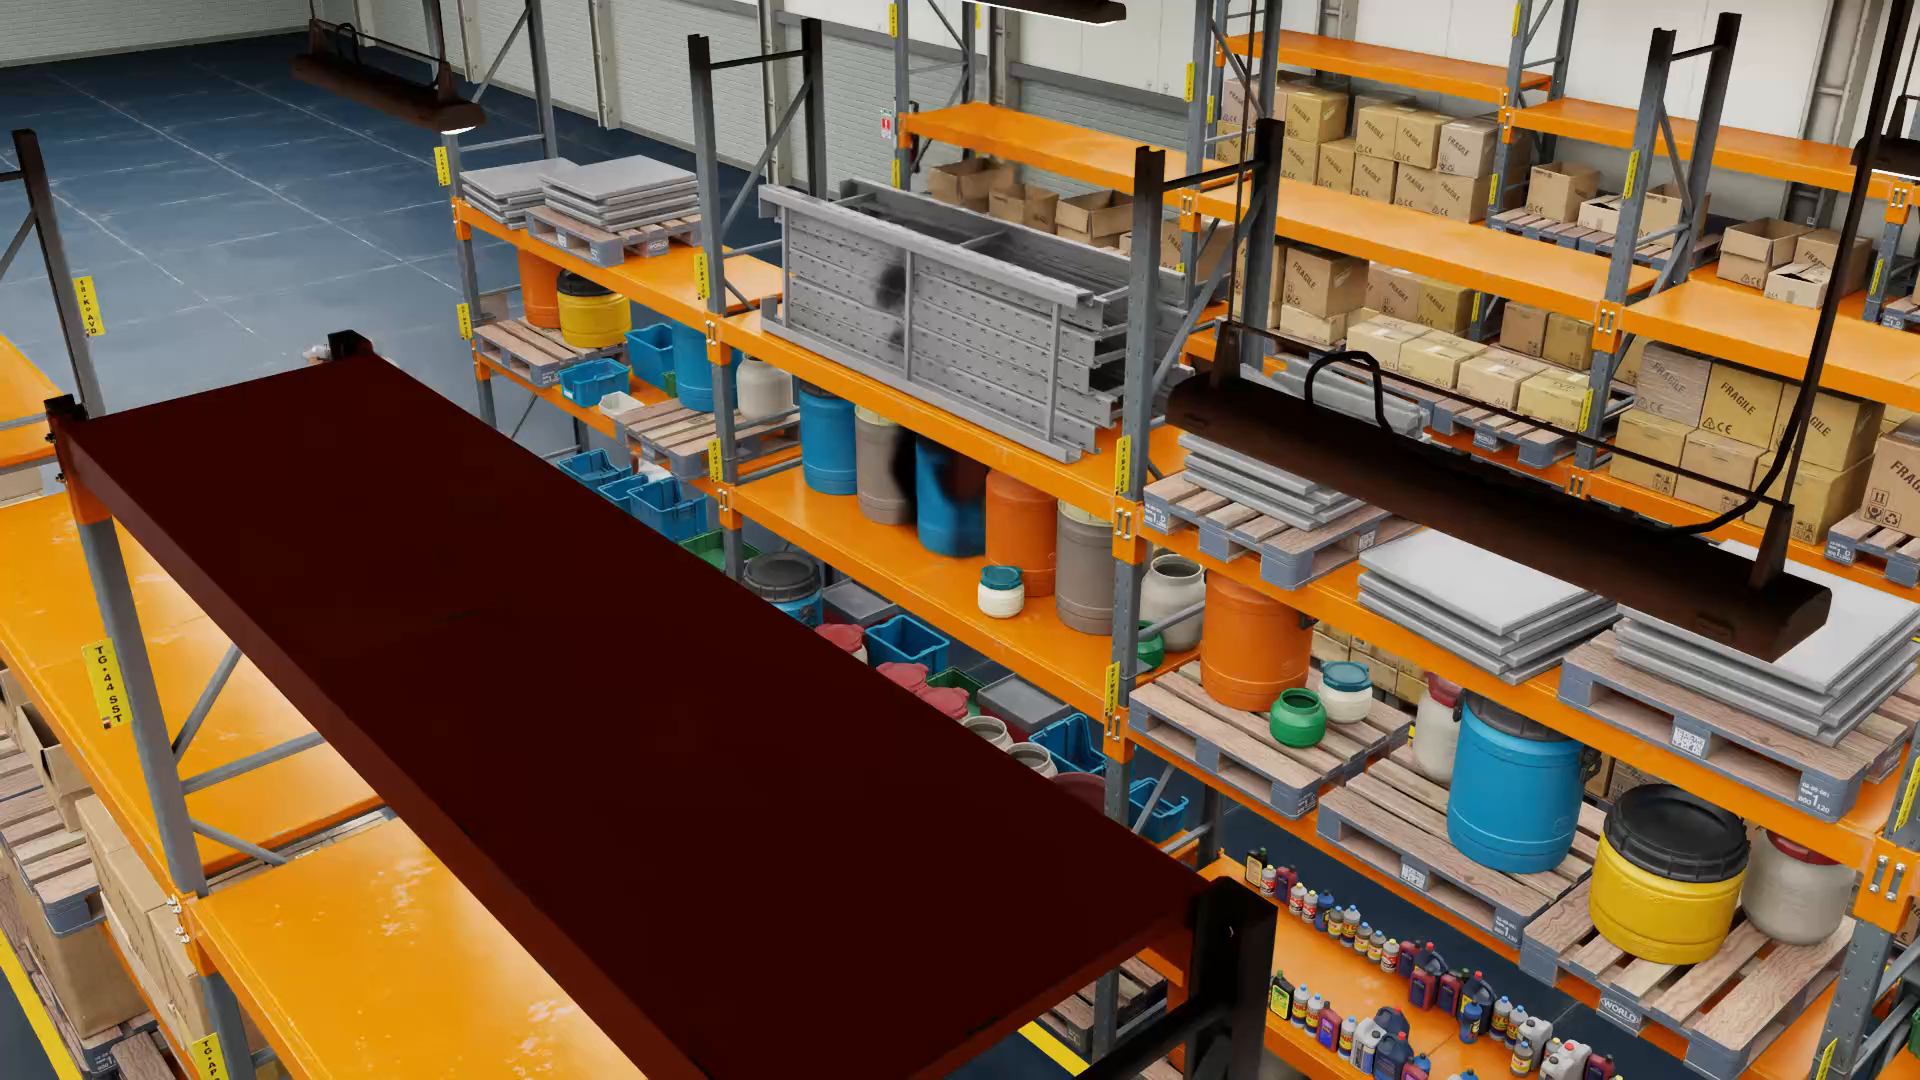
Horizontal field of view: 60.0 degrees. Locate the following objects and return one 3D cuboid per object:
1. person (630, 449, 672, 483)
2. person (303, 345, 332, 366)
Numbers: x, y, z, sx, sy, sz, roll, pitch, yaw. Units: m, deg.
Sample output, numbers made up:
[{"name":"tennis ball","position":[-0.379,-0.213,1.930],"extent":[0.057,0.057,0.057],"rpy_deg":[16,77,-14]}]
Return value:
[{"name":"person","position":[-3.096,-0.627,16.890],"extent":[0.814,1.774,0.722],"rpy_deg":[23,35,38]},{"name":"person","position":[-7.061,-1.356,18.445],"extent":[0.590,1.636,0.589],"rpy_deg":[-8,28,-15]}]
